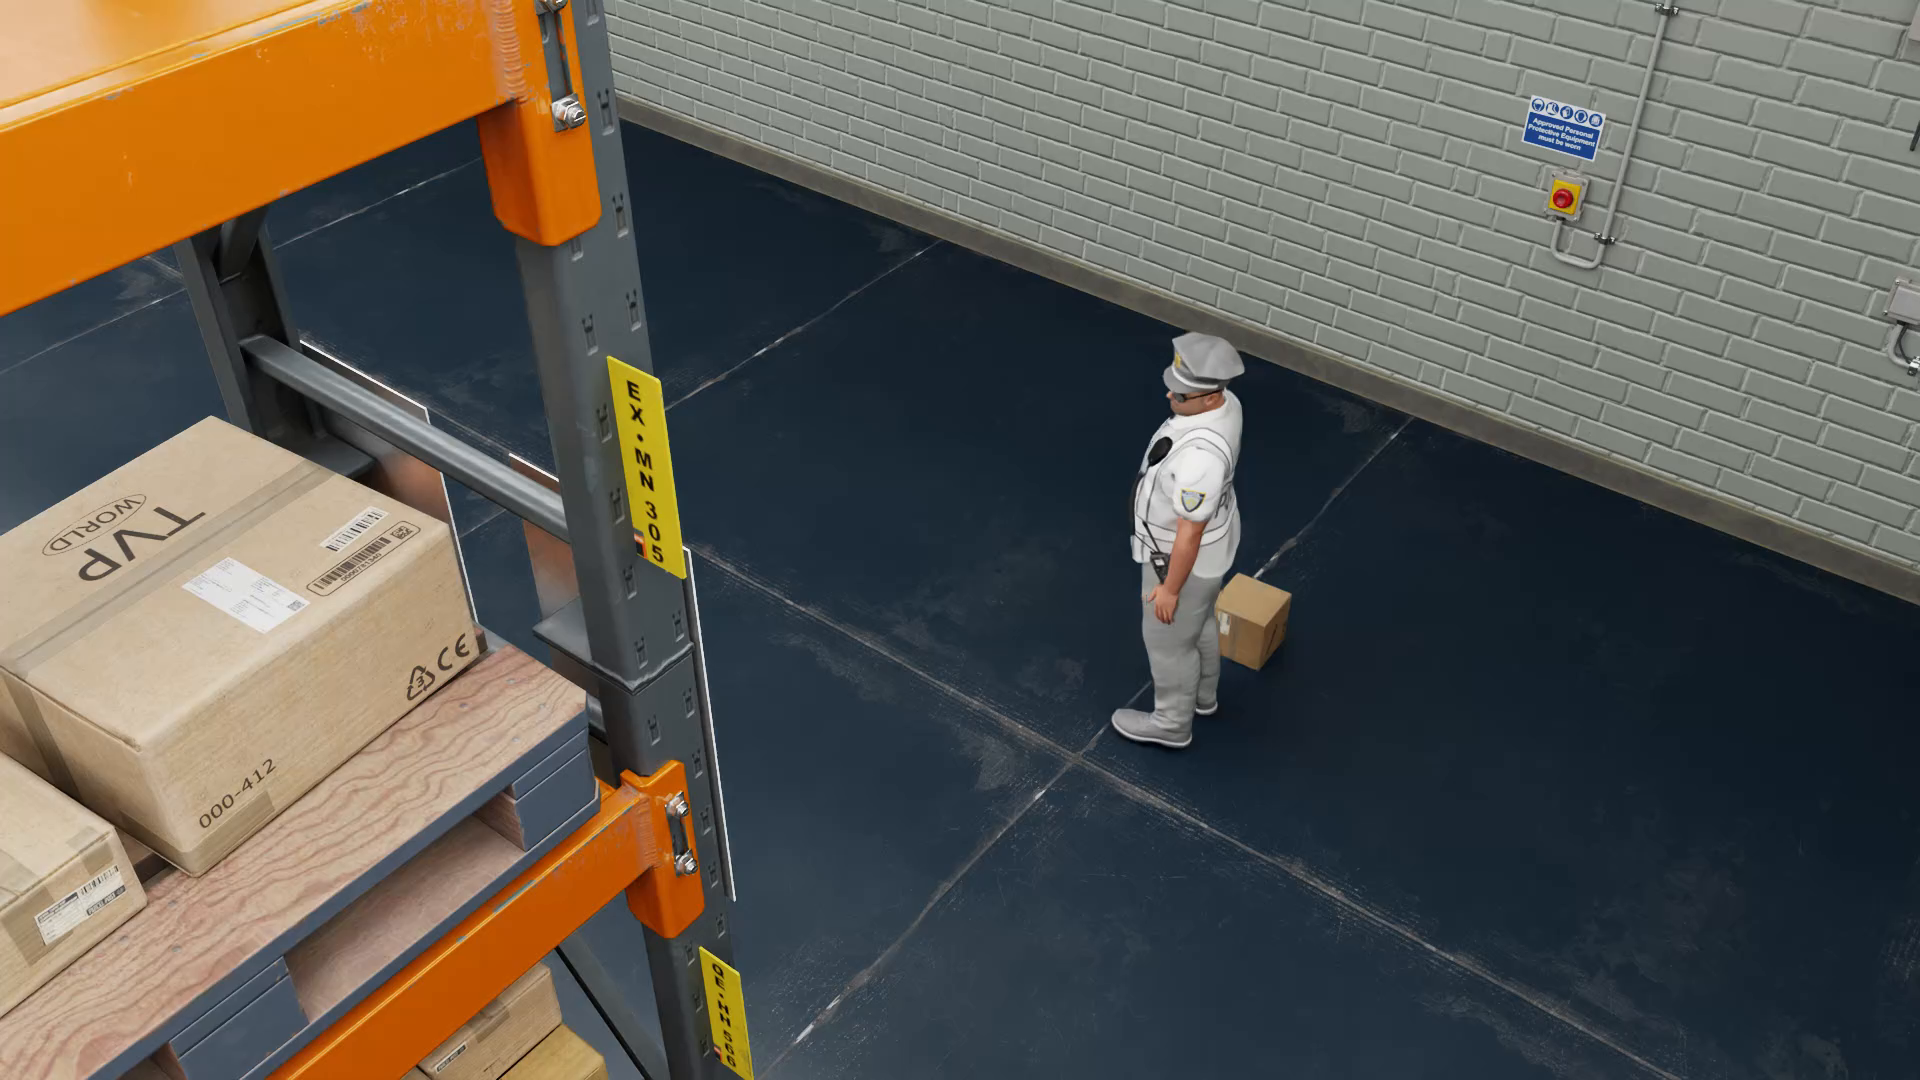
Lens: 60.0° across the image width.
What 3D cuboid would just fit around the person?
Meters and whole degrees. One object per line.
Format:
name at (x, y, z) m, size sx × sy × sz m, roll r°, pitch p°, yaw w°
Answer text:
person at (0.821, 0.016, 6.090) m, size 0.399 × 1.760 × 0.615 m, roll 13°, pitch 40°, yaw 15°
